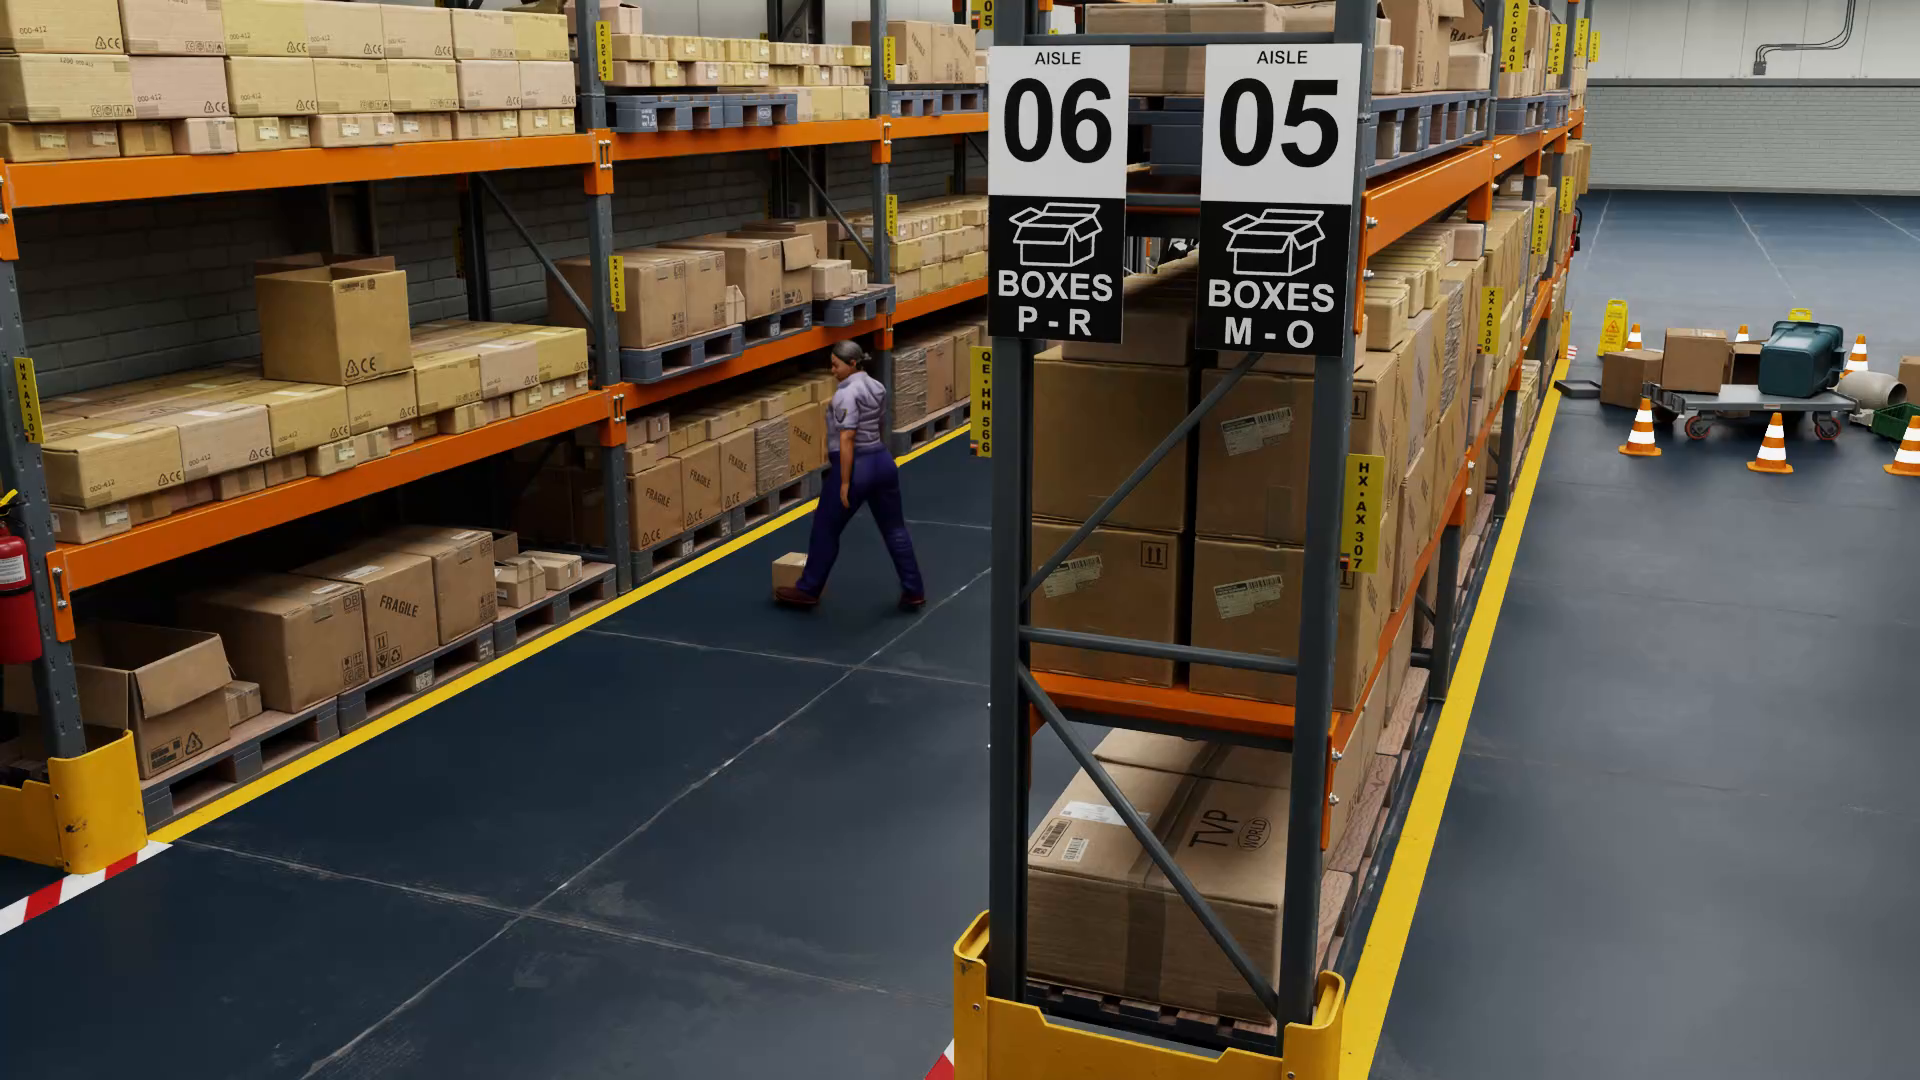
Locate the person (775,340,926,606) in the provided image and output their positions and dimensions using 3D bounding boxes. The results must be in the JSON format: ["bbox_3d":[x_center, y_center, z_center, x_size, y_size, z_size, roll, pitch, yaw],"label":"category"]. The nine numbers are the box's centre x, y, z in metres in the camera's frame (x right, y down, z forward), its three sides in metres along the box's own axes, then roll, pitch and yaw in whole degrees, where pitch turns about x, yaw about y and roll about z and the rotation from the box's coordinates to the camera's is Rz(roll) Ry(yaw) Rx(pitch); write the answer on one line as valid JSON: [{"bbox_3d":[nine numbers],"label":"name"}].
[{"bbox_3d":[-0.639,-0.396,9.958,0.810,1.611,0.657,13,20,38],"label":"person"}]
